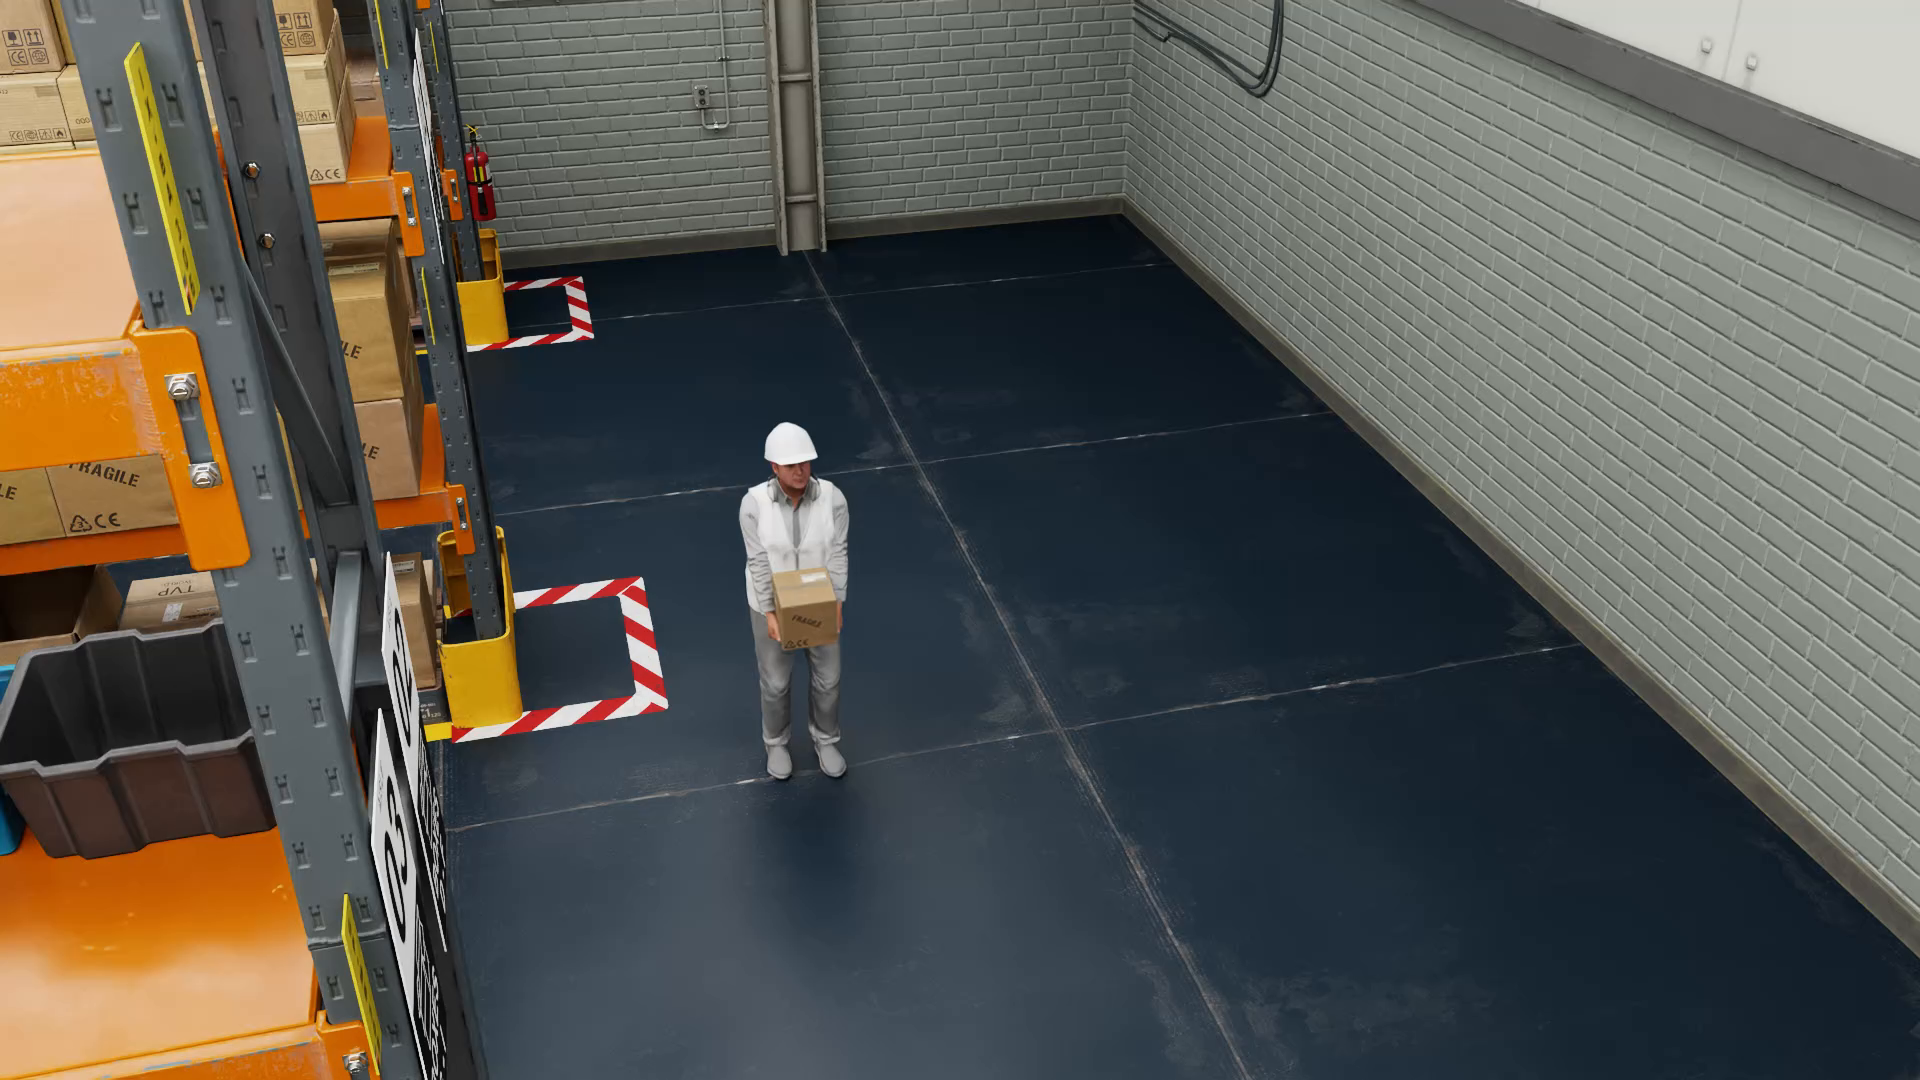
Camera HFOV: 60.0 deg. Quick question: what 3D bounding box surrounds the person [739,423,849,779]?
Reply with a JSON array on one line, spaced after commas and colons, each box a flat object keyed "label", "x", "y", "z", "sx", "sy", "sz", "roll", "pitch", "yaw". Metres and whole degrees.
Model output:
[{"label": "person", "x": -0.723, "y": 0.328, "z": 7.655, "sx": 0.495, "sy": 1.768, "sz": 0.546, "roll": -7, "pitch": 31, "yaw": -13}]
